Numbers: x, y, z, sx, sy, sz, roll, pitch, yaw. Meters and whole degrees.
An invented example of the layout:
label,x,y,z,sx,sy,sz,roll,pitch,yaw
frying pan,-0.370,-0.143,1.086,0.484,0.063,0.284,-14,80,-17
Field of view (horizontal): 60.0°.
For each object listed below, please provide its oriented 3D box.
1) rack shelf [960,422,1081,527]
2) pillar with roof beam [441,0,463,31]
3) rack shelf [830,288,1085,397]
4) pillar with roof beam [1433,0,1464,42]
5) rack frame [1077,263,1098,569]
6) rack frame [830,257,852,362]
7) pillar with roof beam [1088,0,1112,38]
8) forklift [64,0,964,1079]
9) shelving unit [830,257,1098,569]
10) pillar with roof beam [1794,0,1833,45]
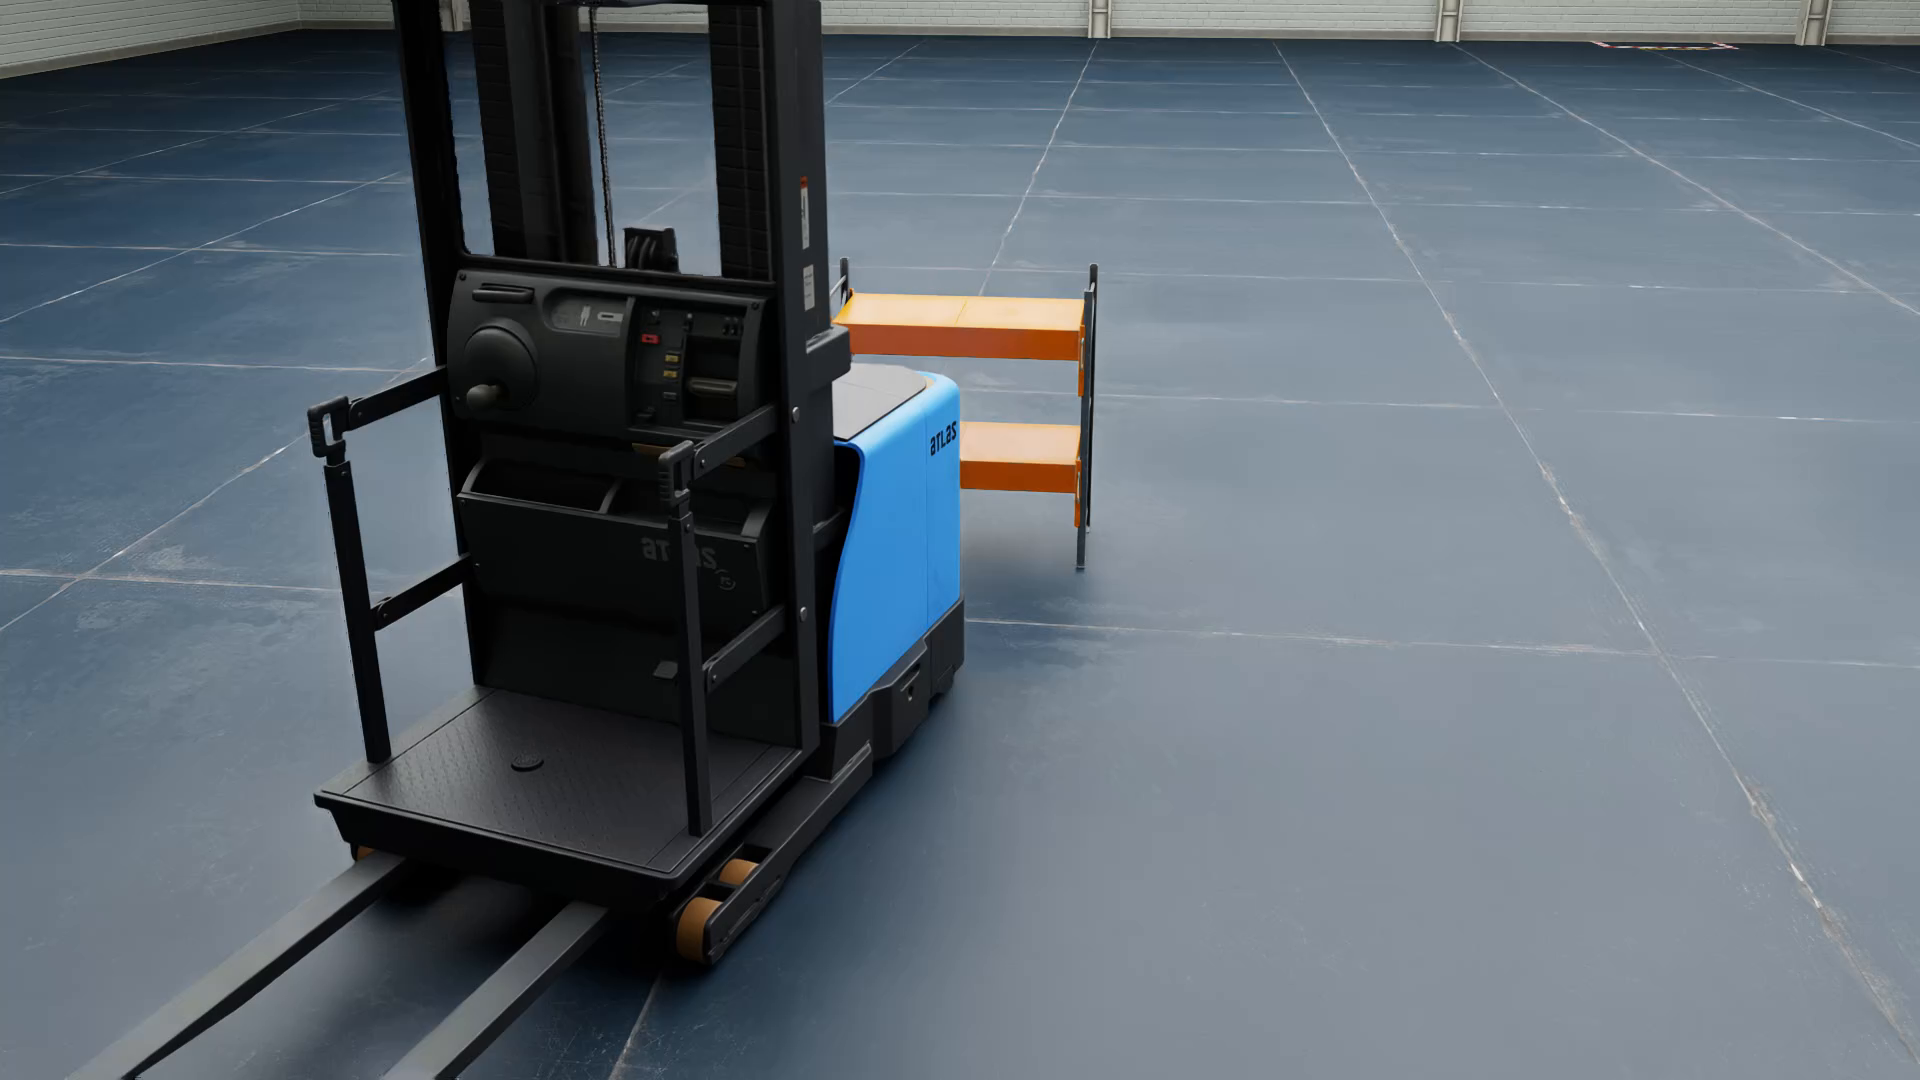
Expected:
label,x,y,z,sx,sy,sz,roll,pitch,yaw
rack shelf,0.007,-0.295,6.822,1.000,0.278,0.538,2,22,6
pillar with roof beam,-9.949,-12.050,25.178,0.400,9.000,9.100,2,22,6
rack shelf,0.007,-0.795,6.625,1.000,0.278,0.538,2,22,6
pillar with roof beam,7.926,-11.271,23.209,0.400,9.000,9.100,2,22,6
rack frame,0.512,-0.501,6.677,0.032,1.125,0.500,2,22,6
rack frame,-0.498,-0.545,6.788,0.032,1.125,0.500,2,22,6
pillar with roof beam,1.967,-11.530,23.865,0.400,9.000,9.100,2,22,6
forklift,-1.005,-0.463,4.123,1.130,2.935,3.031,8,23,20
shelving unit,0.007,-0.523,6.732,1.048,1.125,0.538,2,22,6
pillar with roof beam,13.884,-11.011,22.552,0.400,9.000,9.100,2,22,6
